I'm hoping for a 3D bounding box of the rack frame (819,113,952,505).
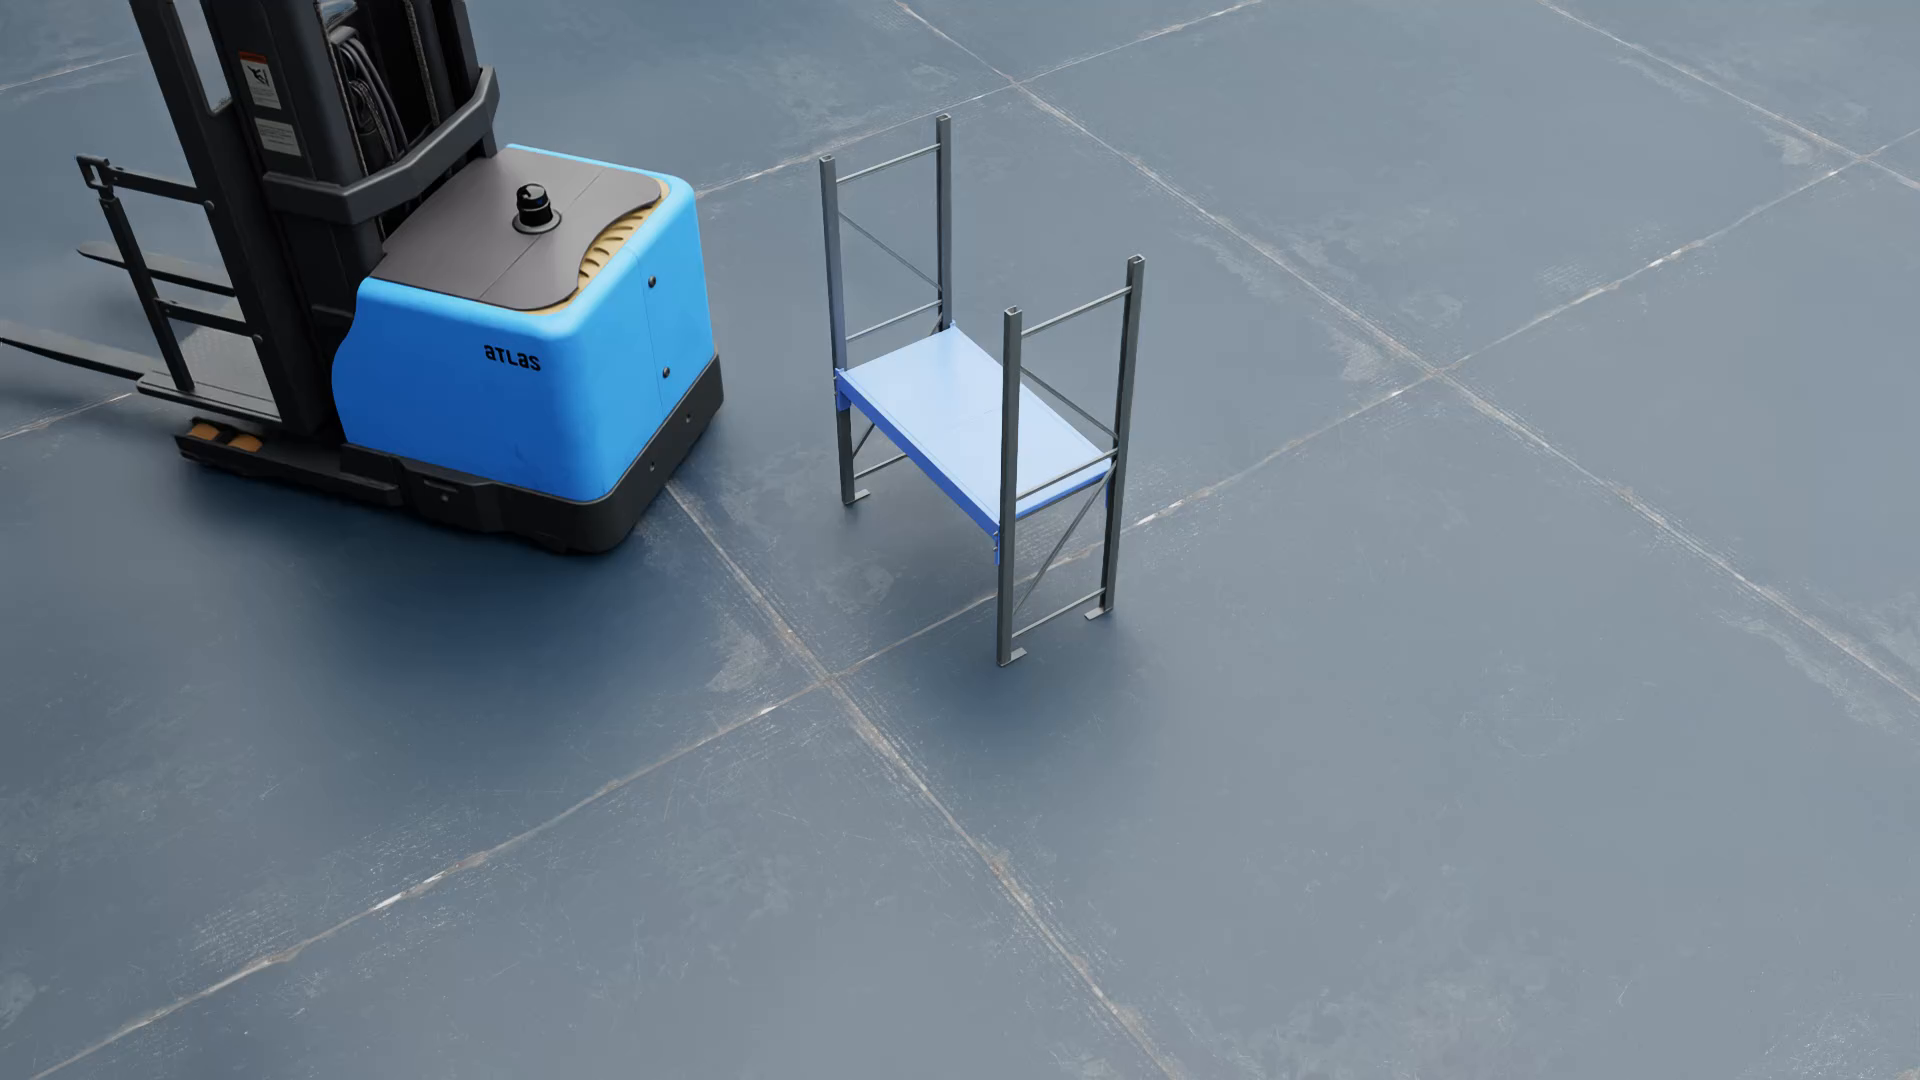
[{"bbox_3d":[-0.242,-0.782,5.983,0.500,1.500,0.032,-26,49,-24],"label":"rack frame"}]

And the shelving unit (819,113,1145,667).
[{"bbox_3d":[0.049,-0.494,5.682,0.538,1.500,1.048,-26,49,-24],"label":"shelving unit"}]

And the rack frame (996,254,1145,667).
[{"bbox_3d":[0.340,-0.206,5.380,0.500,1.500,0.032,-26,49,-24],"label":"rack frame"}]

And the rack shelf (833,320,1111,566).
[{"bbox_3d":[0.049,-0.364,5.806,0.538,0.185,1.000,-26,49,-24],"label":"rack shelf"}]

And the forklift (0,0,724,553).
[{"bbox_3d":[-2.530,-1.636,5.841,3.031,2.935,1.130,14,45,14],"label":"forklift"}]
